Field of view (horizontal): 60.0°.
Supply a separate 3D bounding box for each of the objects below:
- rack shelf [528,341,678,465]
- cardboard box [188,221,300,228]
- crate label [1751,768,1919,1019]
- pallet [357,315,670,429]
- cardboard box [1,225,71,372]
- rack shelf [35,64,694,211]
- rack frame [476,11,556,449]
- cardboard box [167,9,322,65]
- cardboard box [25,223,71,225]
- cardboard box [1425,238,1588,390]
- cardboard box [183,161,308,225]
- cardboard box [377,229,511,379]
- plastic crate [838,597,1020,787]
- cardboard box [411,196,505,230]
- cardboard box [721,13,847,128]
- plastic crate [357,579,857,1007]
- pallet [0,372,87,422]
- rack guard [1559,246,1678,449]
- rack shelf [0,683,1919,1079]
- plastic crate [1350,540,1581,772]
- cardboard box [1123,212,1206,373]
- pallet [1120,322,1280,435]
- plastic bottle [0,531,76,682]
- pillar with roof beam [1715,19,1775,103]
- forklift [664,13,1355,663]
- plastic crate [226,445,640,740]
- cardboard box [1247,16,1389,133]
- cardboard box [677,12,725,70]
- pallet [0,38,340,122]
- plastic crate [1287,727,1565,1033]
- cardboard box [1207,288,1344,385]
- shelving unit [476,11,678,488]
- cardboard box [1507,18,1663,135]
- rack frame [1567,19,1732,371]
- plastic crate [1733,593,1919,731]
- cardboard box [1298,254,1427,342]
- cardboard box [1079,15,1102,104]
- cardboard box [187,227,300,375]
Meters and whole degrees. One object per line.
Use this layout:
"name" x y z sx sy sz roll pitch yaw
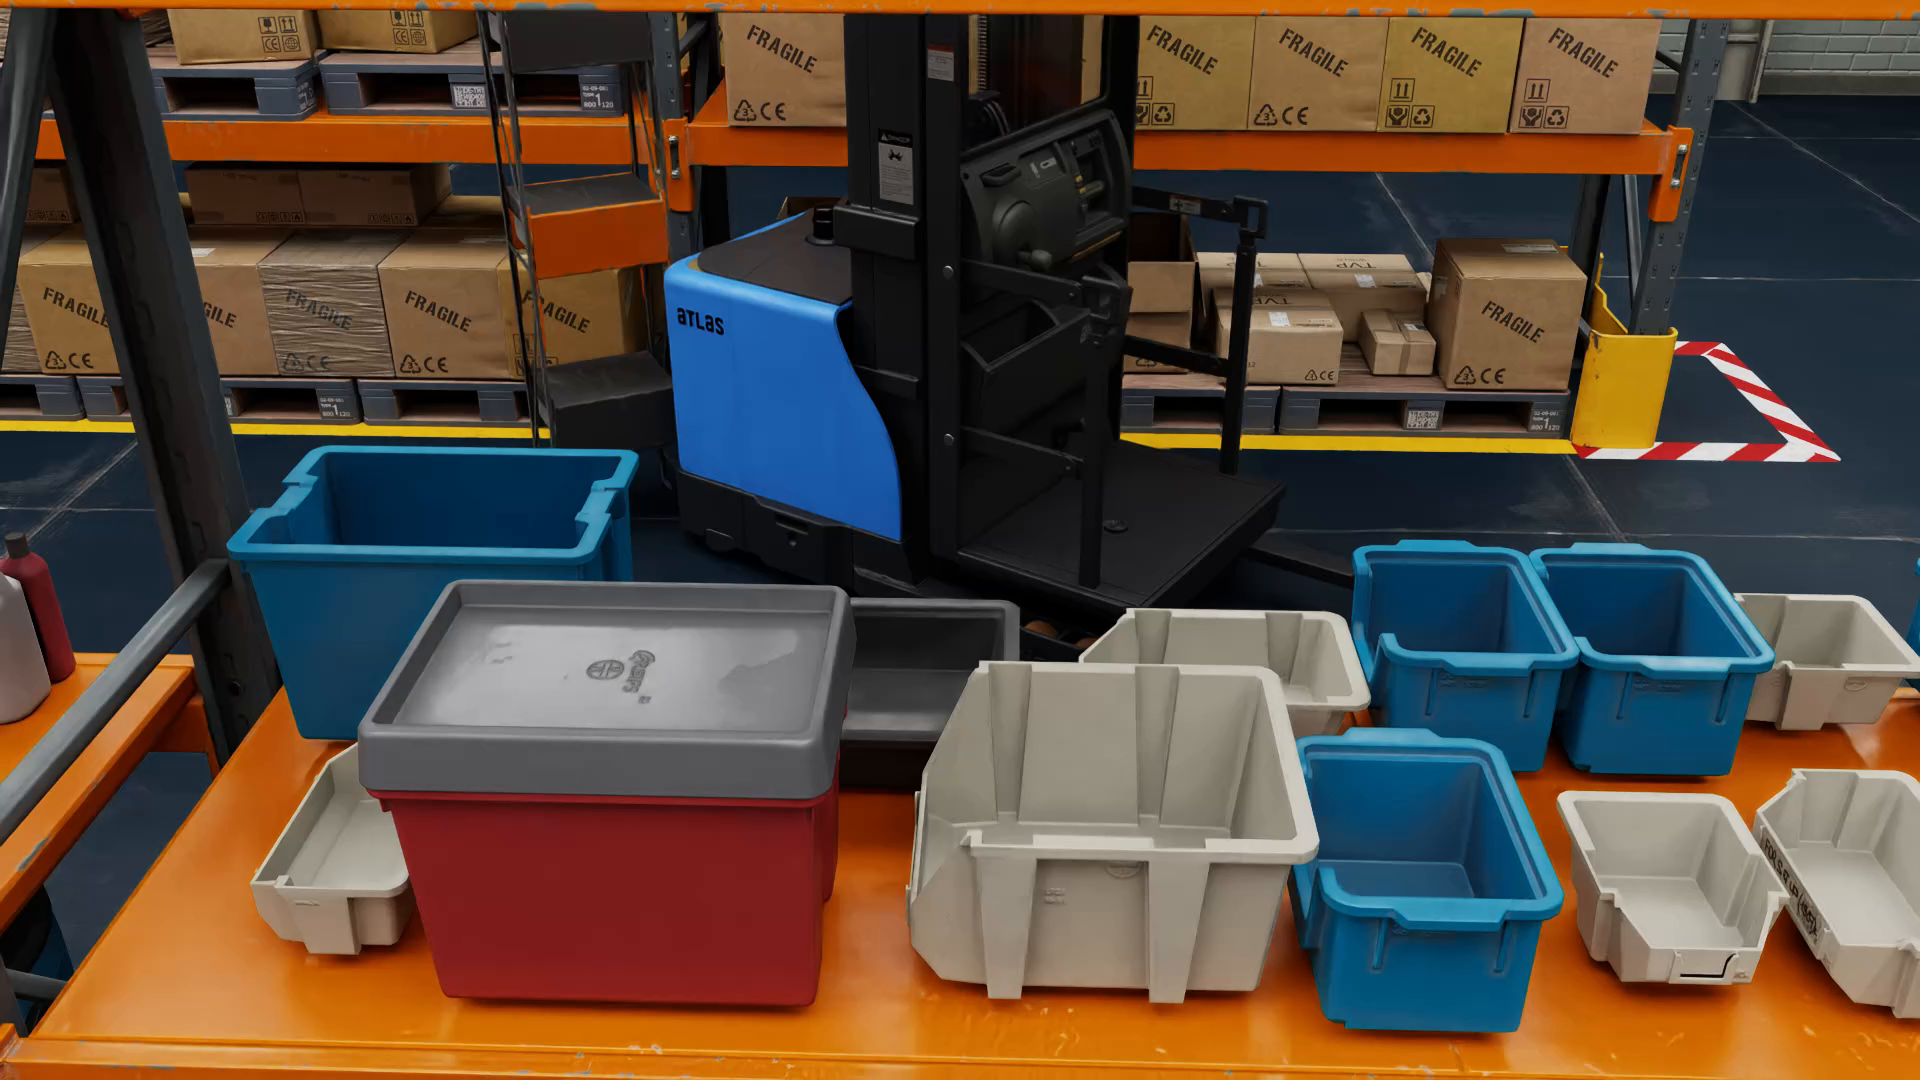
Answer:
"rack shelf" -1.331 -0.408 6.301 0.480 0.518 0.431 -13 30 -22
"cardboard box" -3.159 -1.283 7.667 0.500 0.500 0.500 0 28 0
"crate label" 1.283 0.494 2.333 0.243 0.136 0.396 1 28 2
"pallet" -1.960 -0.811 7.554 1.213 0.211 1.003 1 28 2
"cardboard box" -4.175 -1.056 7.238 0.500 0.500 0.500 0 28 0
"rack shelf" -3.145 -1.762 7.140 4.000 0.370 1.077 1 28 2
"rack frame" -1.551 -0.989 5.874 0.015 2.100 0.400 -13 30 -22
"cardboard box" -2.914 -2.277 6.788 0.500 0.500 0.700 -6 29 -11
"cardboard box" -4.201 -1.298 7.694 0.500 0.500 0.500 2 28 4
"cardboard box" 2.299 -0.965 7.066 0.500 0.500 0.500 1 28 2
"cardboard box" -3.122 -1.615 7.492 0.500 0.250 0.500 0 28 1
"cardboard box" -2.143 -1.023 7.176 0.500 0.500 0.500 1 28 2
"plastic crate" -0.196 0.259 2.788 0.590 0.125 0.437 1 28 2
"cardboard box" -2.154 -1.263 7.628 0.500 0.500 0.500 1 28 3
"cardboard box" -0.646 -1.955 6.629 0.500 0.500 0.500 2 28 3
"plastic crate" -0.441 0.349 2.257 0.583 0.464 0.402 1 28 2
"pallet" -4.399 -0.851 7.630 1.213 0.211 1.003 1 28 2
"rack guard" 2.776 -0.878 7.372 0.348 0.500 1.175 1 28 2
"rack shelf" 0.674 0.622 2.641 4.000 0.370 1.077 1 28 2
"plastic crate" 0.822 0.200 2.785 0.300 0.233 0.416 1 28 2
"cardboard box" 0.732 -1.110 7.337 0.637 0.503 0.797 1 28 2
"pallet" 0.763 -0.784 7.504 1.213 0.211 1.003 1 28 2
"plastic bottle" -1.676 0.117 2.951 0.133 0.283 0.061 1 28 2
"pillar with roof beam" 5.600 -5.295 6.632 0.400 9.000 9.100 1 28 2
"forklift" 0.461 -1.095 5.186 3.031 2.935 1.130 18 33 30
"plastic crate" -0.846 0.100 2.812 0.575 0.384 0.392 1 28 2
"cardboard box" 1.377 -1.923 6.568 0.500 0.500 0.500 1 28 2
"cardboard box" -1.629 -3.551 11.594 0.750 0.750 0.750 1 28 2
"pallet" -3.200 -1.998 7.022 1.213 0.211 1.003 1 28 2
"plastic crate" 0.612 0.471 2.273 0.300 0.233 0.416 1 28 2
"cardboard box" 1.351 -0.884 7.181 0.500 0.250 0.500 1 28 2
"shelving unit" -1.331 -1.038 5.967 0.503 2.100 0.431 -13 30 -22
"cardboard box" 2.394 -1.905 6.534 0.500 0.500 0.500 2 28 3
"rack frame" 2.852 -1.981 6.784 0.127 3.000 1.000 1 28 2
"plastic crate" 1.442 0.214 2.861 0.298 0.136 0.250 1 28 2
"cardboard box" 1.818 -1.110 7.608 0.500 0.250 0.500 1 28 2
"cardboard box" 0.365 -1.939 6.598 0.500 0.500 0.500 1 28 2
"cardboard box" -3.152 -1.039 7.206 0.500 0.500 0.500 0 28 0
